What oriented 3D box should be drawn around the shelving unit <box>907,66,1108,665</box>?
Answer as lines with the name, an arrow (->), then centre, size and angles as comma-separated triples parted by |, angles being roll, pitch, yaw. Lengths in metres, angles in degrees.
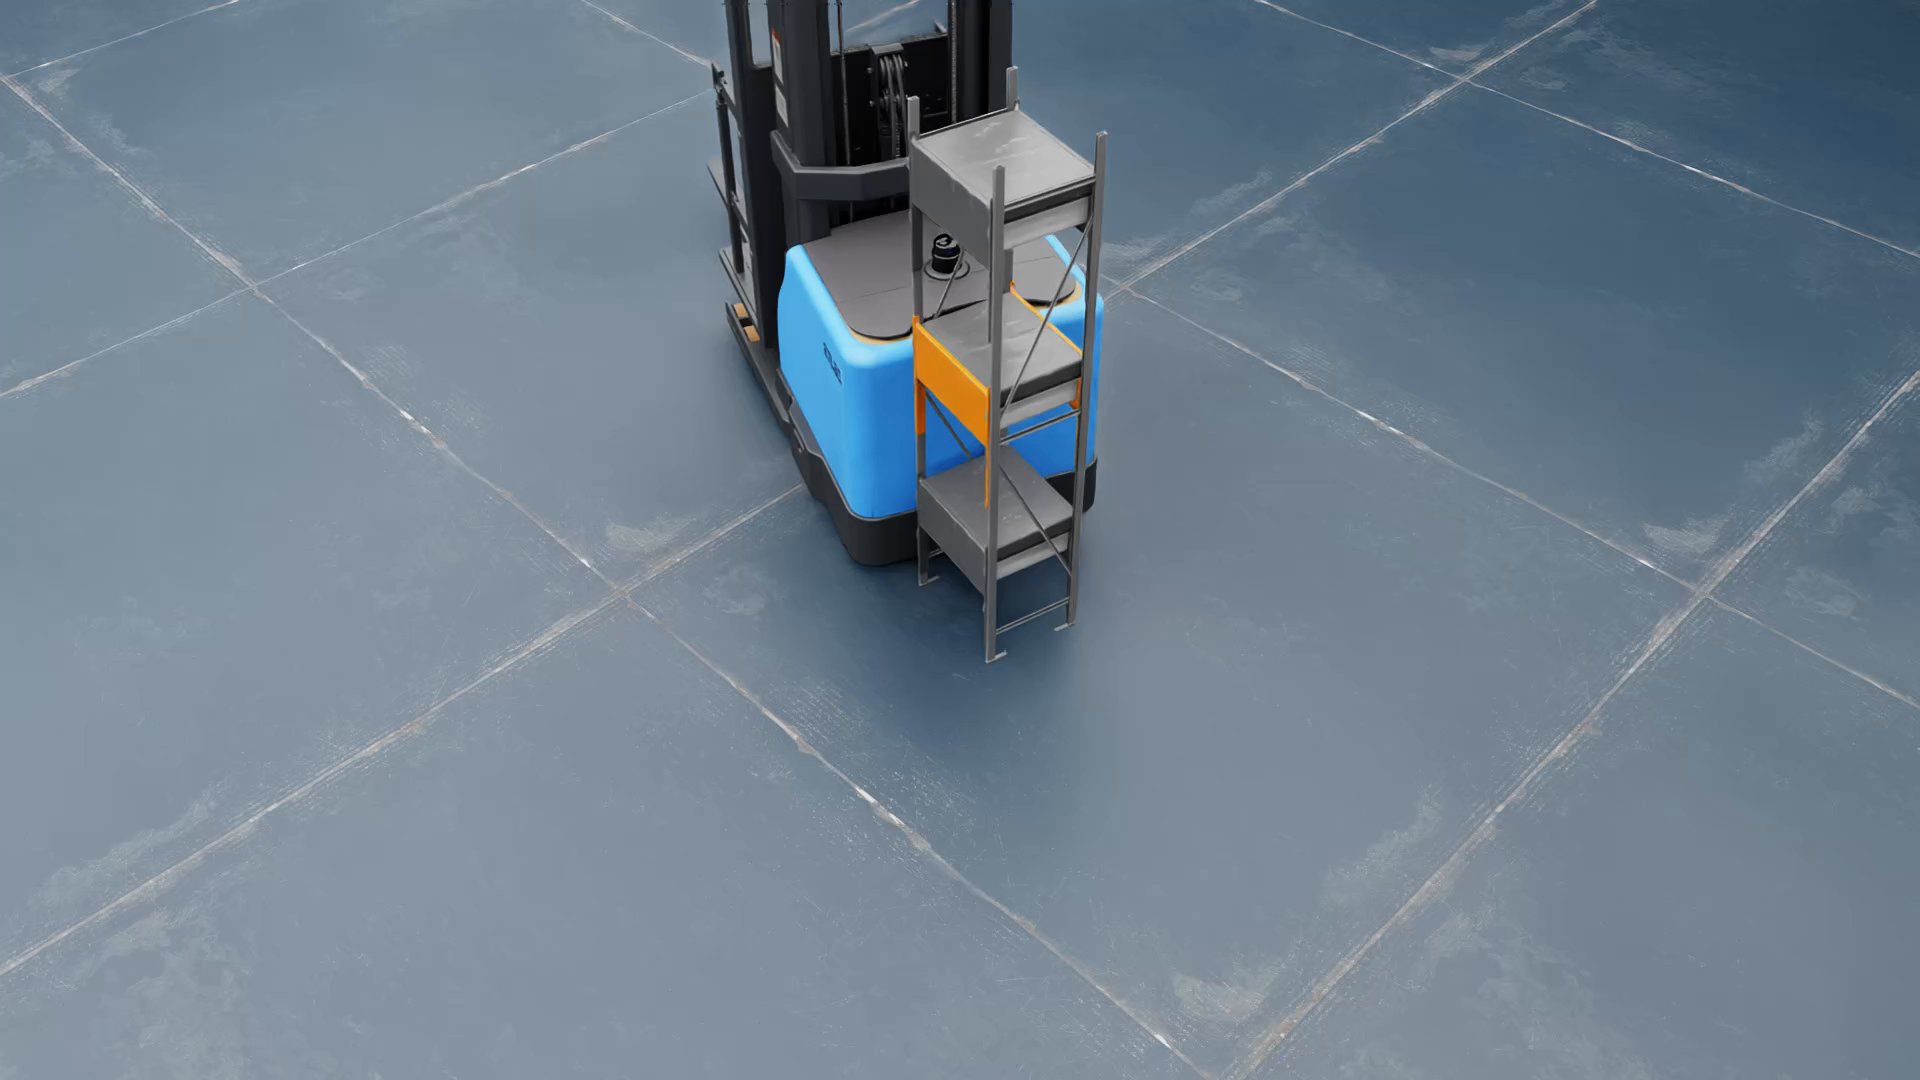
shelving unit -> 0.140, -0.519, 5.765 | 0.431, 2.100, 0.503 | -23, 47, -23

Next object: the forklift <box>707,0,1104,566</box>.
forklift -> -0.444, -1.988, 6.742 | 1.130, 2.935, 3.031 | -14, 45, -15

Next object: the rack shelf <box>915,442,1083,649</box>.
rack shelf -> 0.140, 0.005, 6.249 | 0.431, 0.518, 0.480 | -23, 47, -23

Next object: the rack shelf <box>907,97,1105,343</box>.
rack shelf -> 0.140, -1.023, 5.299 | 0.431, 0.518, 0.480 | -23, 47, -23

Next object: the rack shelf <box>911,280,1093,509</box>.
rack shelf -> 0.140, -0.509, 5.774 | 0.431, 0.518, 0.480 | -23, 47, -23

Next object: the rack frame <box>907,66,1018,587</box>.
rack frame -> 0.011, -0.660, 5.917 | 0.400, 2.100, 0.015 | -23, 47, -23

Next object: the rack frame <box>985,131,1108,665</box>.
rack frame -> 0.269, -0.378, 5.612 | 0.400, 2.100, 0.015 | -23, 47, -23
